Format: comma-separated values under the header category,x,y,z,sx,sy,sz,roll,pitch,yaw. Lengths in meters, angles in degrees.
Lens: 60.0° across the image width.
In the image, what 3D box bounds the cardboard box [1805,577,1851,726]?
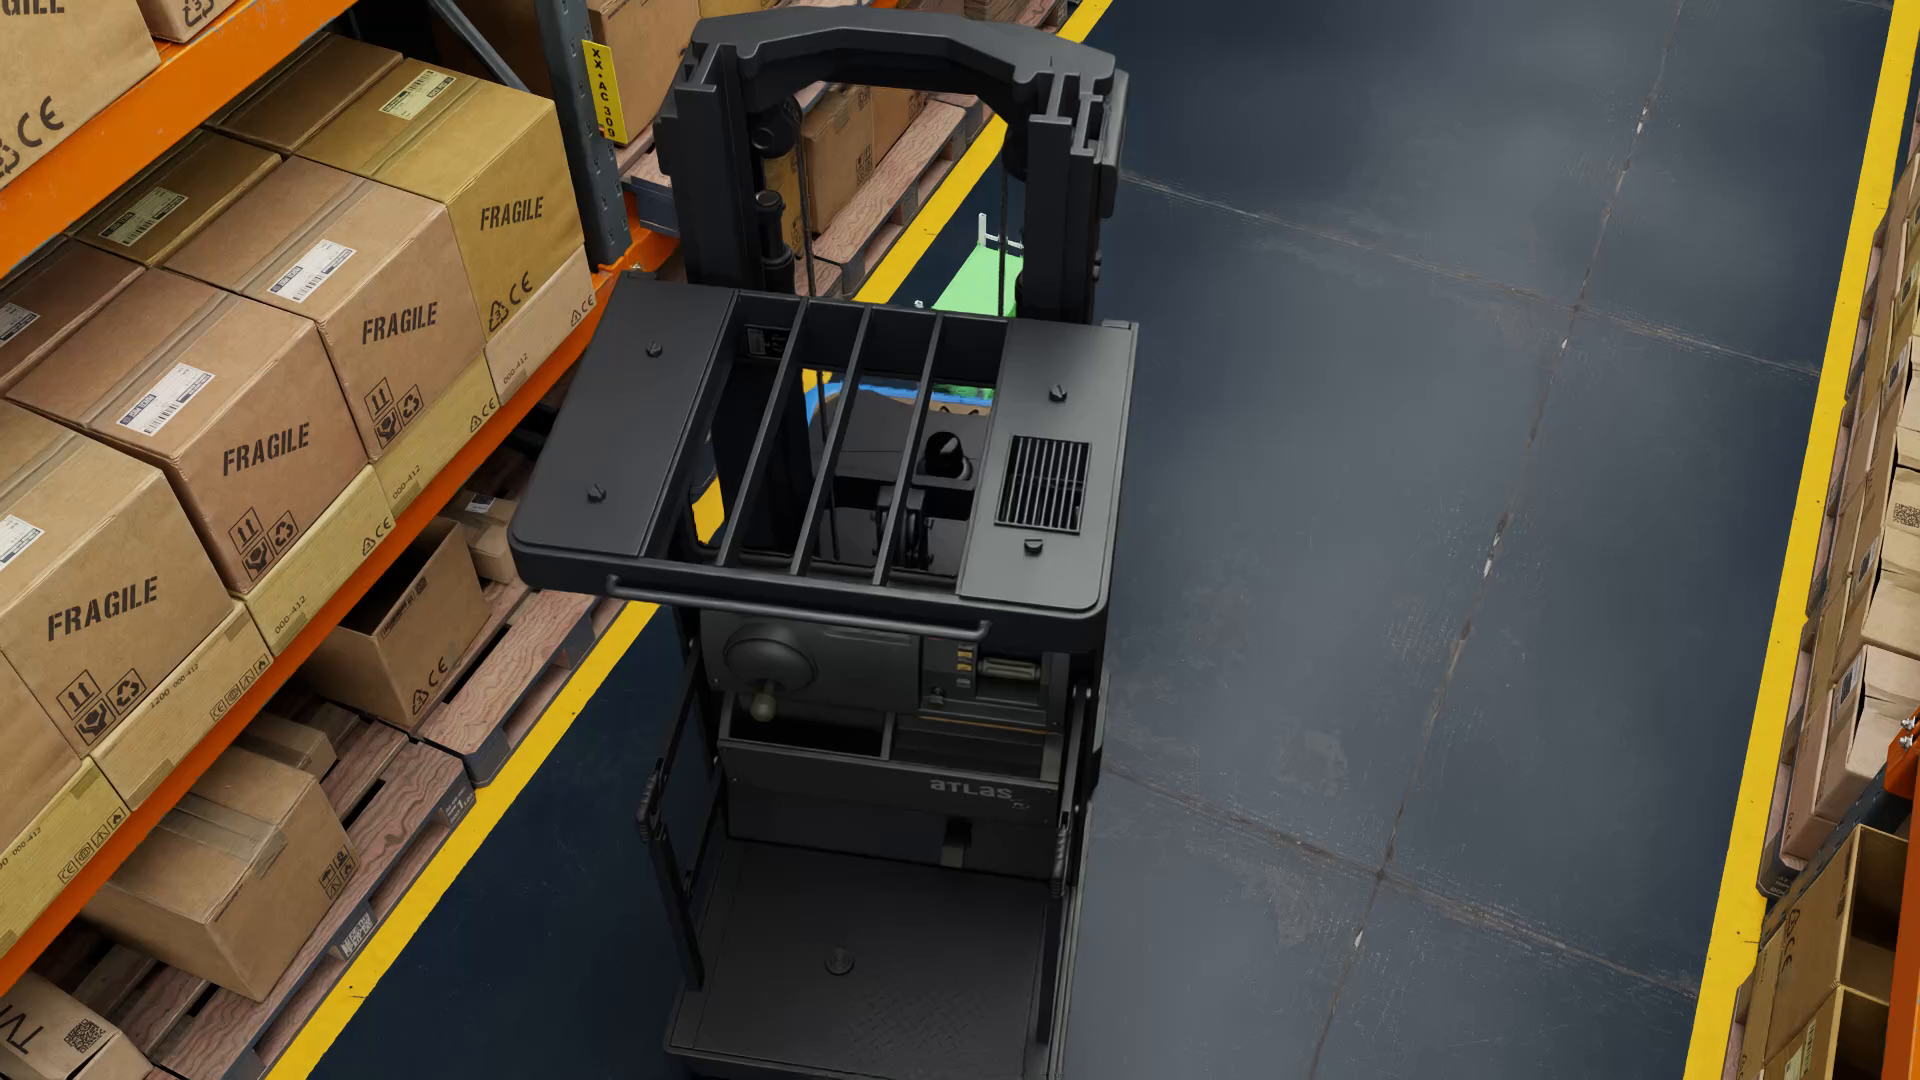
category,x,y,z,sx,sy,sz,roll,pitch,yaw
cardboard box,3.090,0.451,5.426,0.500,0.250,0.500,19,52,16

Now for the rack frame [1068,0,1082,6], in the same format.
category,x,y,z,sx,sy,sz,roll,pitch,yaw
rack frame,0.185,-3.940,7.633,1.000,3.000,0.127,20,52,16

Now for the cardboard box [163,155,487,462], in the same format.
category,x,y,z,sx,sy,sz,roll,pitch,yaw
cardboard box,-1.654,-0.614,4.396,0.500,0.500,0.500,20,52,16

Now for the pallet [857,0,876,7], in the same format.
category,x,y,z,sx,sy,sz,roll,pitch,yaw
pallet,-0.623,-2.501,6.535,1.003,0.211,1.213,20,52,16

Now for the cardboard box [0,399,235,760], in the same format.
category,x,y,z,sx,sy,sz,roll,pitch,yaw
cardboard box,-2.100,0.087,3.799,0.500,0.500,0.500,21,53,17

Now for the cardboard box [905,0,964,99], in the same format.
category,x,y,z,sx,sy,sz,roll,pitch,yaw
cardboard box,-0.400,-2.443,7.711,0.700,0.500,0.500,20,52,16

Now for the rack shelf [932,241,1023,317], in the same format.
category,x,y,z,sx,sy,sz,roll,pitch,yaw
rack shelf,0.071,-0.772,5.573,0.258,0.148,0.480,20,52,16

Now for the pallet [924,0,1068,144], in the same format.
category,x,y,z,sx,sy,sz,roll,pitch,yaw
pallet,-0.150,-2.498,8.237,1.003,0.211,1.213,20,52,16

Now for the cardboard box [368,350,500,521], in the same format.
category,x,y,z,sx,sy,sz,roll,pitch,yaw
cardboard box,-1.672,-0.378,4.687,0.500,0.250,0.500,20,52,16

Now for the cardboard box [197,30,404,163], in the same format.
category,x,y,z,sx,sy,sz,roll,pitch,yaw
cardboard box,-1.913,-1.131,4.835,0.500,0.500,0.500,19,52,15

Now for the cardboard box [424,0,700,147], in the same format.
category,x,y,z,sx,sy,sz,roll,pitch,yaw
cardboard box,-1.275,-1.700,5.372,0.700,0.500,0.500,20,52,16

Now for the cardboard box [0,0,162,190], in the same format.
category,x,y,z,sx,sy,sz,roll,pitch,yaw
cardboard box,-1.946,-1.030,3.109,0.500,0.500,0.500,18,52,15

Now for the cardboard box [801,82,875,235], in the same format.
category,x,y,z,sx,sy,sz,roll,pitch,yaw
cardboard box,-0.794,-1.740,7.114,0.700,0.500,0.500,20,53,16

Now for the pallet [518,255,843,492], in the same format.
category,x,y,z,sx,sy,sz,roll,pitch,yaw
pallet,-1.192,-0.818,6.808,1.003,0.211,1.213,20,52,16

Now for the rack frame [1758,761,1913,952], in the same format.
category,x,y,z,sx,sy,sz,roll,pitch,yaw
rack frame,2.957,0.424,3.920,1.000,3.000,0.127,20,52,16

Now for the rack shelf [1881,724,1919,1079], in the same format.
category,x,y,z,sx,sy,sz,roll,pitch,yaw
rack shelf,2.103,2.034,3.022,1.077,0.370,4.000,20,52,16

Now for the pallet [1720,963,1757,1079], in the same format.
category,x,y,z,sx,sy,sz,roll,pitch,yaw
pallet,2.579,1.862,4.527,1.003,0.211,1.213,20,52,16

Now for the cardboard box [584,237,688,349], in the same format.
category,x,y,z,sx,sy,sz,roll,pitch,yaw
cardboard box,-1.224,-1.030,6.509,0.700,0.500,0.500,21,53,17

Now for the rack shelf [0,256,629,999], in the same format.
category,x,y,z,sx,sy,sz,roll,pitch,yaw
rack shelf,-2.378,0.425,4.391,1.077,0.370,4.000,20,52,16

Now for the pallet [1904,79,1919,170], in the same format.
category,x,y,z,sx,sy,sz,roll,pitch,yaw
pallet,5.019,-1.929,7.753,1.003,0.211,1.213,20,52,16

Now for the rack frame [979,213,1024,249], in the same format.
category,x,y,z,sx,sy,sz,roll,pitch,yaw
rack frame,0.175,-0.671,6.033,0.240,1.200,0.015,20,52,16

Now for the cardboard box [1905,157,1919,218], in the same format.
category,x,y,z,sx,sy,sz,roll,pitch,yaw
cardboard box,4.177,-1.492,6.712,0.500,0.311,0.500,21,53,17

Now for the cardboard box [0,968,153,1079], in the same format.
category,x,y,z,sx,sy,sz,roll,pitch,yaw
cardboard box,-2.612,1.458,4.516,0.500,0.311,0.500,24,54,19

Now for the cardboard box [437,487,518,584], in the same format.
category,x,y,z,sx,sy,sz,roll,pitch,yaw
cardboard box,-1.725,-0.032,5.879,0.380,0.166,0.250,14,51,11

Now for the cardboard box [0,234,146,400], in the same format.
category,x,y,z,sx,sy,sz,roll,pitch,yaw
cardboard box,-2.355,-0.434,4.243,0.500,0.500,0.500,21,53,17

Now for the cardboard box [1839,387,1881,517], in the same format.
category,x,y,z,sx,sy,sz,roll,pitch,yaw
cardboard box,3.527,-0.251,6.024,0.500,0.250,0.500,21,53,17

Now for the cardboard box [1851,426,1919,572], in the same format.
category,x,y,z,sx,sy,sz,roll,pitch,yaw
cardboard box,3.303,-0.078,5.508,0.500,0.311,0.500,20,52,16

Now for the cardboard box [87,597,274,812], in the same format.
category,x,y,z,sx,sy,sz,roll,pitch,yaw
cardboard box,-2.087,0.320,4.093,0.500,0.250,0.500,20,53,16

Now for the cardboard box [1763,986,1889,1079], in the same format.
category,x,y,z,sx,sy,sz,roll,pitch,yaw
cardboard box,2.269,1.500,4.041,0.500,0.500,0.500,20,52,16

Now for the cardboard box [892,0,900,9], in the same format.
category,x,y,z,sx,sy,sz,roll,pitch,yaw
cardboard box,-0.591,-2.275,7.076,0.500,0.250,0.500,20,52,16

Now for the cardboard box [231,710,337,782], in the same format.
category,x,y,z,sx,sy,sz,roll,pitch,yaw
cardboard box,-2.225,0.691,5.276,0.380,0.149,0.250,16,51,13

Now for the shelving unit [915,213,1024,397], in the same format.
category,x,y,z,sx,sy,sz,roll,pitch,yaw
shelving unit,0.071,-0.503,5.890,0.258,1.200,0.503,20,52,16

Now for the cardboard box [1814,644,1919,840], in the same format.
category,x,y,z,sx,sy,sz,roll,pitch,yaw
cardboard box,2.871,0.625,4.910,0.500,0.311,0.500,20,52,16

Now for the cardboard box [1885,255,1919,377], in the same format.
category,x,y,z,sx,sy,sz,roll,pitch,yaw
cardboard box,3.740,-0.777,6.103,0.500,0.311,0.500,19,52,15

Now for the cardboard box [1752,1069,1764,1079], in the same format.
category,x,y,z,sx,sy,sz,roll,pitch,yaw
cardboard box,2.267,1.742,4.328,0.500,0.250,0.500,20,52,16

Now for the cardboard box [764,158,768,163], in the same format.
category,x,y,z,sx,sy,sz,roll,pitch,yaw
cardboard box,-1.039,-1.577,6.483,0.500,0.250,0.500,19,52,15

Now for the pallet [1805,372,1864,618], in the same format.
category,x,y,z,sx,sy,sz,roll,pitch,yaw
pallet,3.756,-0.036,6.142,1.003,0.211,1.213,20,52,16

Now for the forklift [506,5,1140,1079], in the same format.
category,x,y,z,sx,sy,sz,roll,pitch,yaw
forklift,-0.217,0.395,3.990,1.130,2.935,3.031,7,50,6

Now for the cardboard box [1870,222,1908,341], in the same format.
category,x,y,z,sx,sy,sz,roll,pitch,yaw
cardboard box,3.963,-0.964,6.630,0.500,0.250,0.500,18,52,15
